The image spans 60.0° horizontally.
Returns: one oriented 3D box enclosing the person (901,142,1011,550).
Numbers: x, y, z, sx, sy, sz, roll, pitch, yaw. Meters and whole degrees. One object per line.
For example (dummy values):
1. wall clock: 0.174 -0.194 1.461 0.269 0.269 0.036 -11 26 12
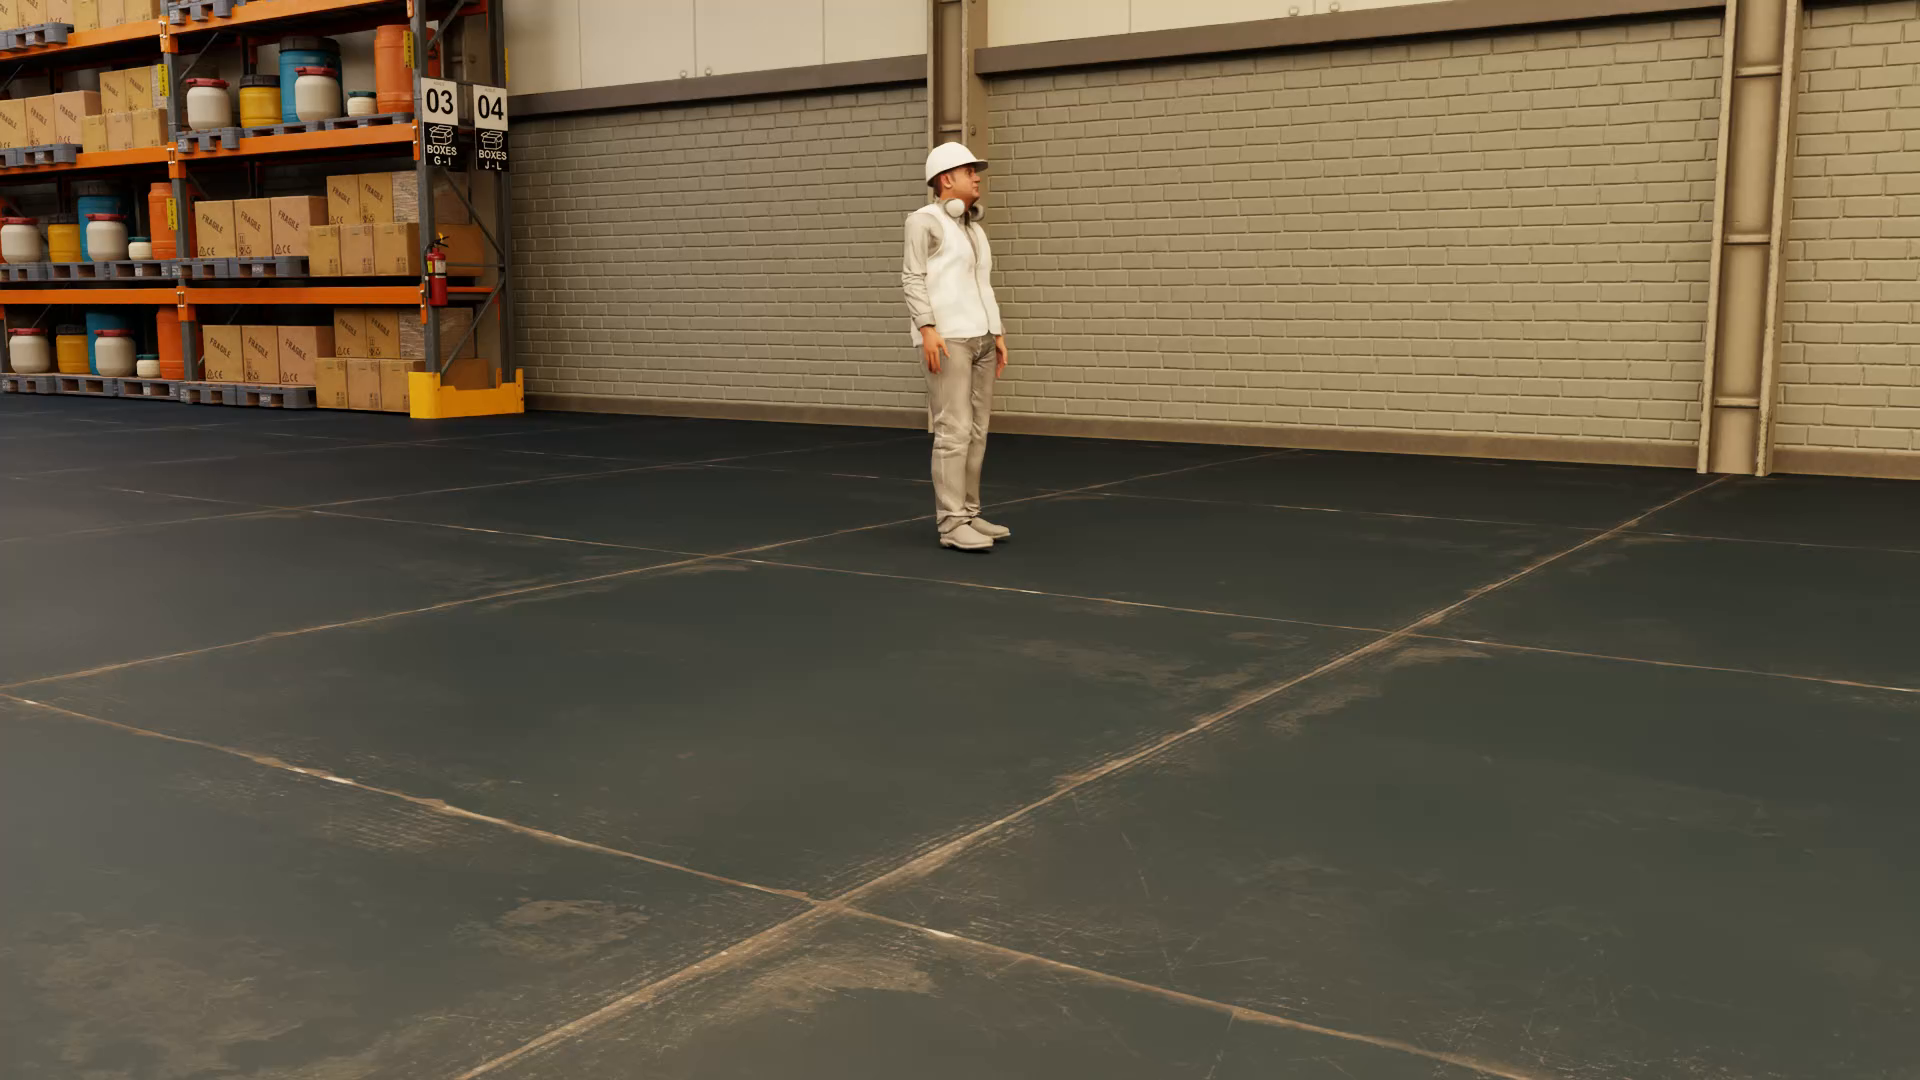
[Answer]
1. person: 0.048 -0.880 7.437 0.566 1.775 0.634 5 10 34
